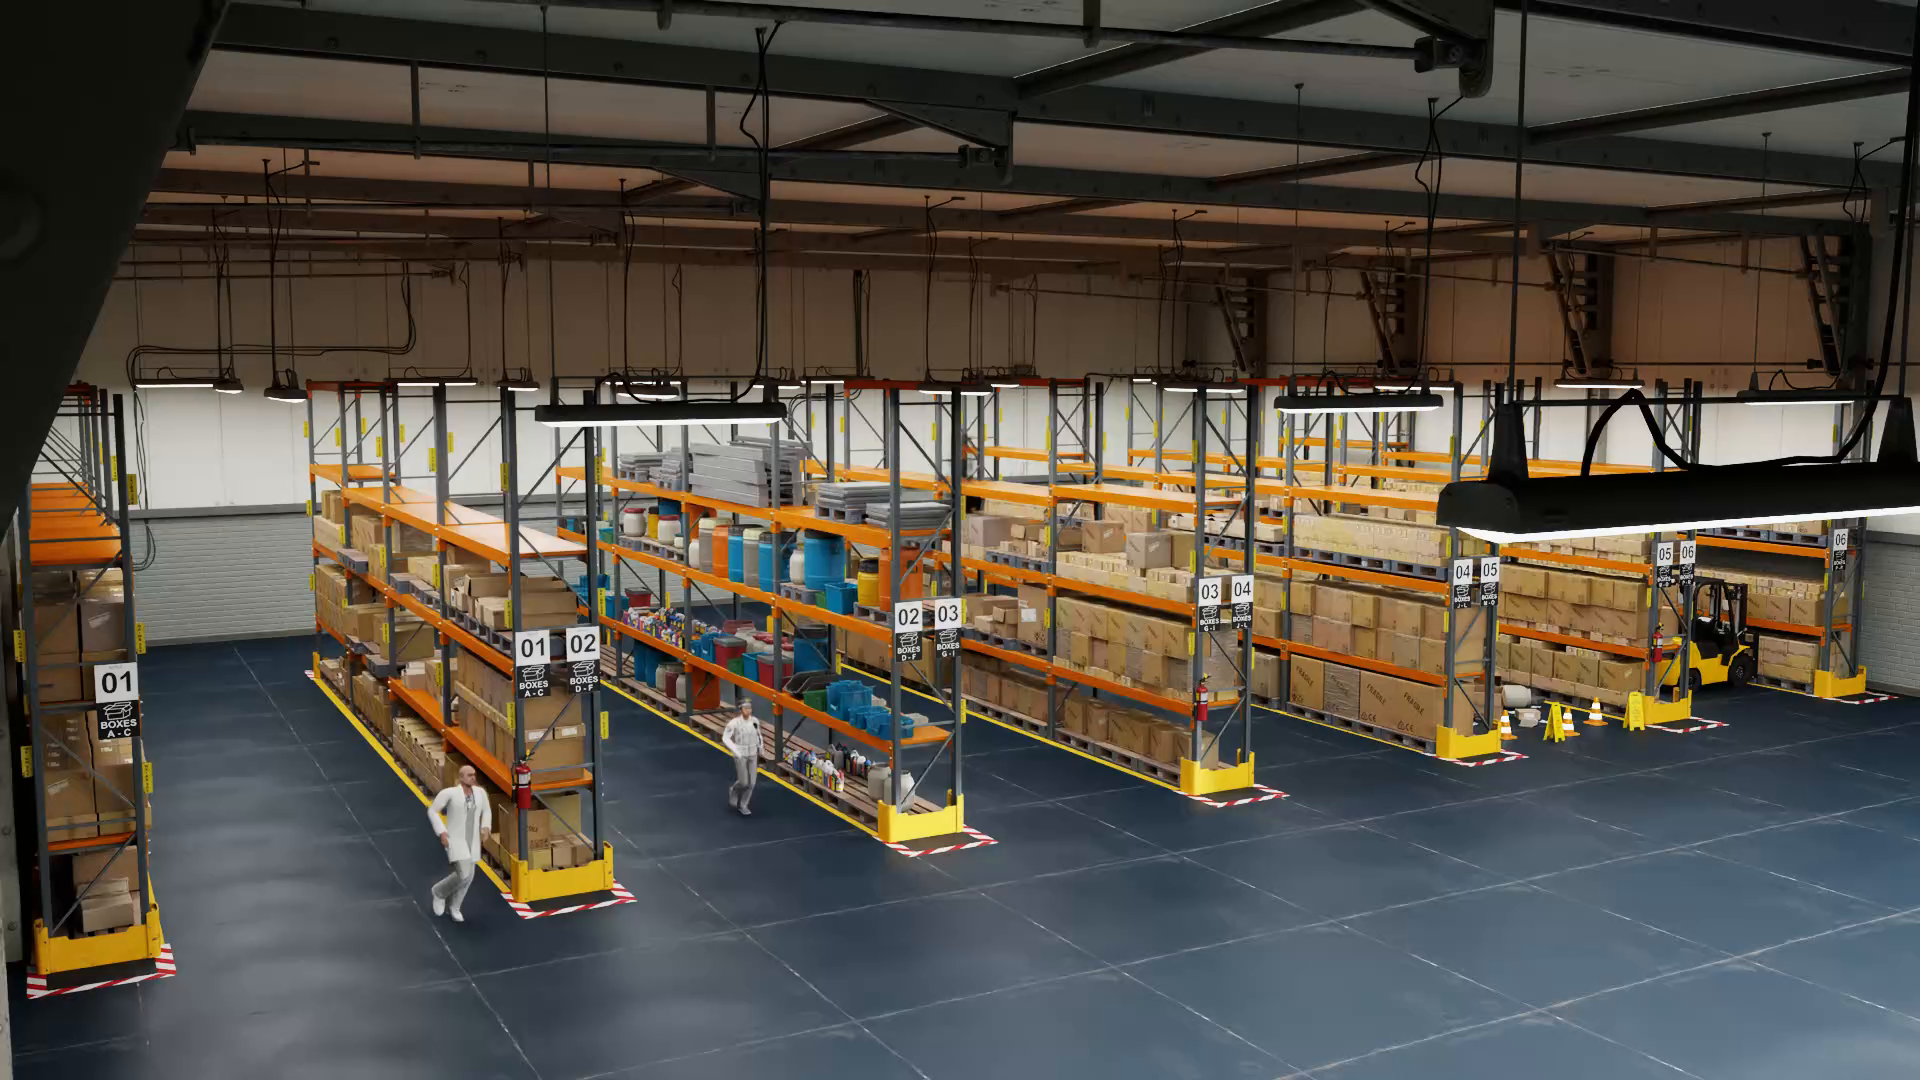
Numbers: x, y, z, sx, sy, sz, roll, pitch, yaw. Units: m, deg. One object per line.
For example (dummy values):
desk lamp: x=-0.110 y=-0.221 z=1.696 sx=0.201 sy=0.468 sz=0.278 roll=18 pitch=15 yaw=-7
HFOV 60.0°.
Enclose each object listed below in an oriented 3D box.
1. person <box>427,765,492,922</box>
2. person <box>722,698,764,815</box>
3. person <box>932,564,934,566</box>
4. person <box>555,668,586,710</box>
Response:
person: x=-5.665 y=3.458 z=19.065 sx=0.598 sy=1.748 sz=0.707 roll=5 pitch=8 yaw=38
person: x=-3.015 y=3.026 z=23.365 sx=0.599 sy=1.652 sz=0.540 roll=-4 pitch=7 yaw=-34
person: x=-0.598 y=1.212 z=41.147 sx=0.604 sy=1.477 sz=0.874 roll=3 pitch=7 yaw=30
person: x=-6.374 y=2.580 z=26.941 sx=0.734 sy=1.815 sz=0.937 roll=-4 pitch=7 yaw=-35
